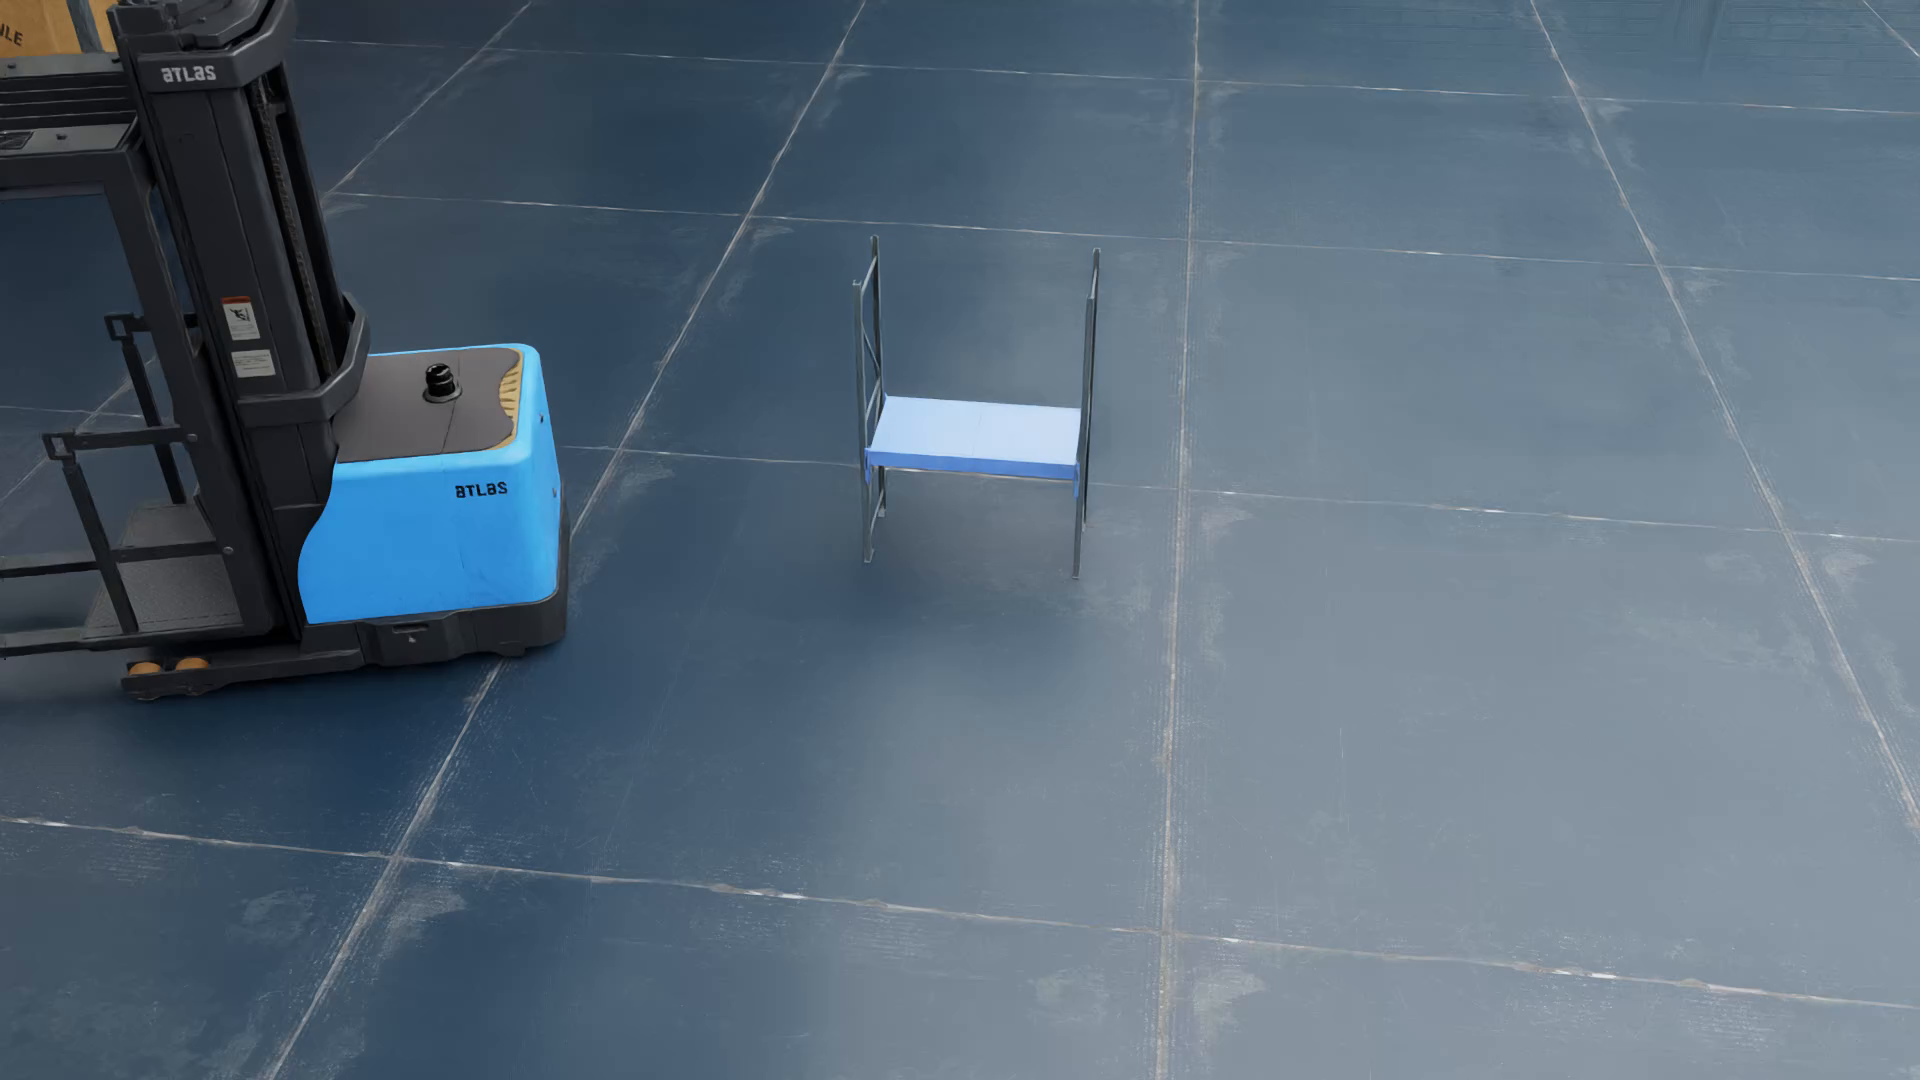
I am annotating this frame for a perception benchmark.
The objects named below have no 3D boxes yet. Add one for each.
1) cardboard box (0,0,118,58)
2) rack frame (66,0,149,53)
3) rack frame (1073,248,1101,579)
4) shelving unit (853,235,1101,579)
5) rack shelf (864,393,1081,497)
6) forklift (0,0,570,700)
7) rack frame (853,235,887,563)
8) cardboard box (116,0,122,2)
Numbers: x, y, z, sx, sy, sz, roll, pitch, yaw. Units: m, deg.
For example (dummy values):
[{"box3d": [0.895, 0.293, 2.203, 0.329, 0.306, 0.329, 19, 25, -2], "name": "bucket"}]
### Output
[{"box3d": [-7.099, -4.001, 12.742, 0.875, 0.875, 0.875, 4, 36, 6], "name": "cardboard box"}, {"box3d": [-6.418, -4.683, 12.230, 0.127, 3.000, 1.000, 4, 36, 6], "name": "rack frame"}, {"box3d": [0.589, -0.567, 7.753, 0.032, 1.500, 0.500, 4, 36, 6], "name": "rack frame"}, {"box3d": [0.085, -0.604, 7.805, 1.048, 1.500, 0.538, 4, 36, 6], "name": "shelving unit"}, {"box3d": [0.085, -0.458, 7.910, 1.000, 0.185, 0.538, 4, 36, 6], "name": "rack shelf"}, {"box3d": [-3.354, -0.824, 6.881, 3.031, 2.935, 1.130, -6, 36, -8], "name": "forklift"}, {"box3d": [-0.420, -0.642, 7.858, 0.032, 1.500, 0.500, 4, 36, 6], "name": "rack frame"}, {"box3d": [-7.953, -5.198, 15.100, 0.637, 0.503, 0.797, -20, 40, -26], "name": "cardboard box"}]
